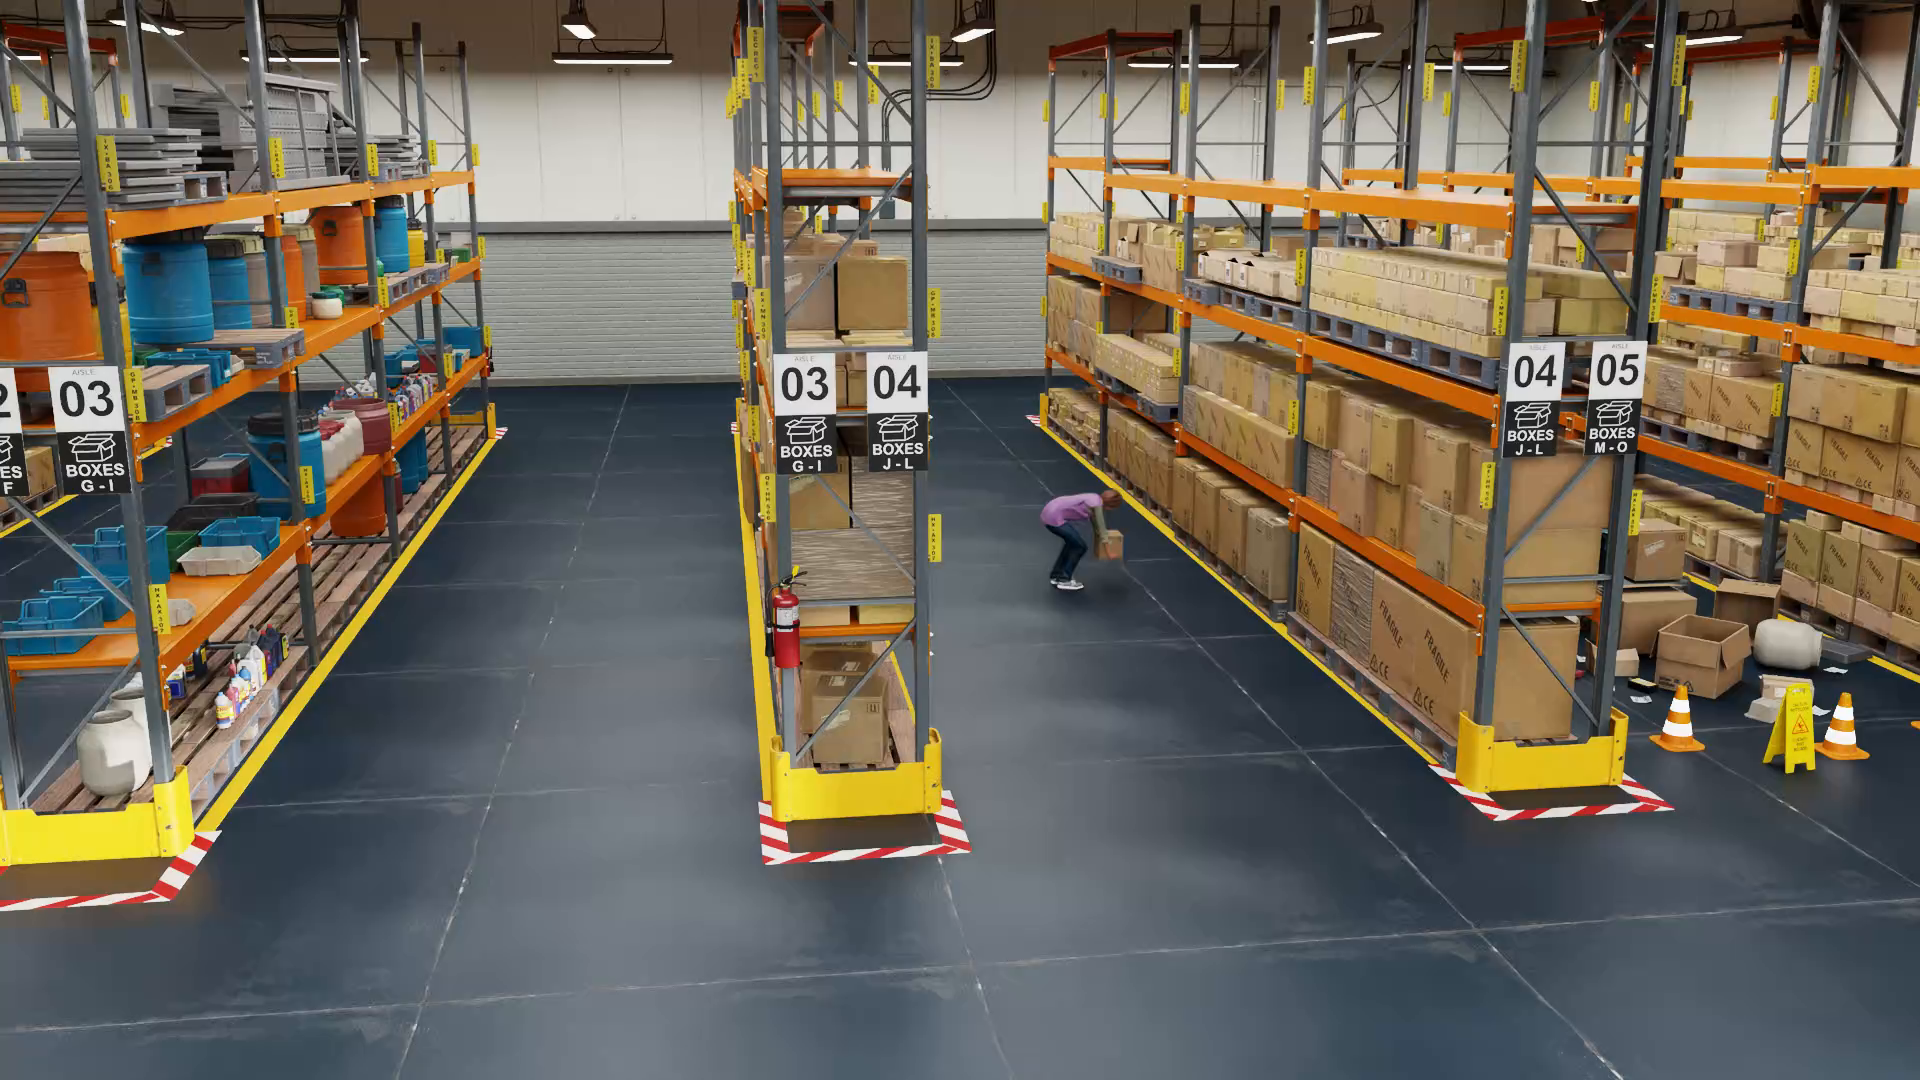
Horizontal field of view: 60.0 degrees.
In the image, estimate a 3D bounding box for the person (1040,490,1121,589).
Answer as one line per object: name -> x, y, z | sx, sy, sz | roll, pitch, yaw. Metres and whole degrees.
person -> 1.258, -0.014, 17.318 | 0.857, 1.019, 0.412 | -3, 14, -11
